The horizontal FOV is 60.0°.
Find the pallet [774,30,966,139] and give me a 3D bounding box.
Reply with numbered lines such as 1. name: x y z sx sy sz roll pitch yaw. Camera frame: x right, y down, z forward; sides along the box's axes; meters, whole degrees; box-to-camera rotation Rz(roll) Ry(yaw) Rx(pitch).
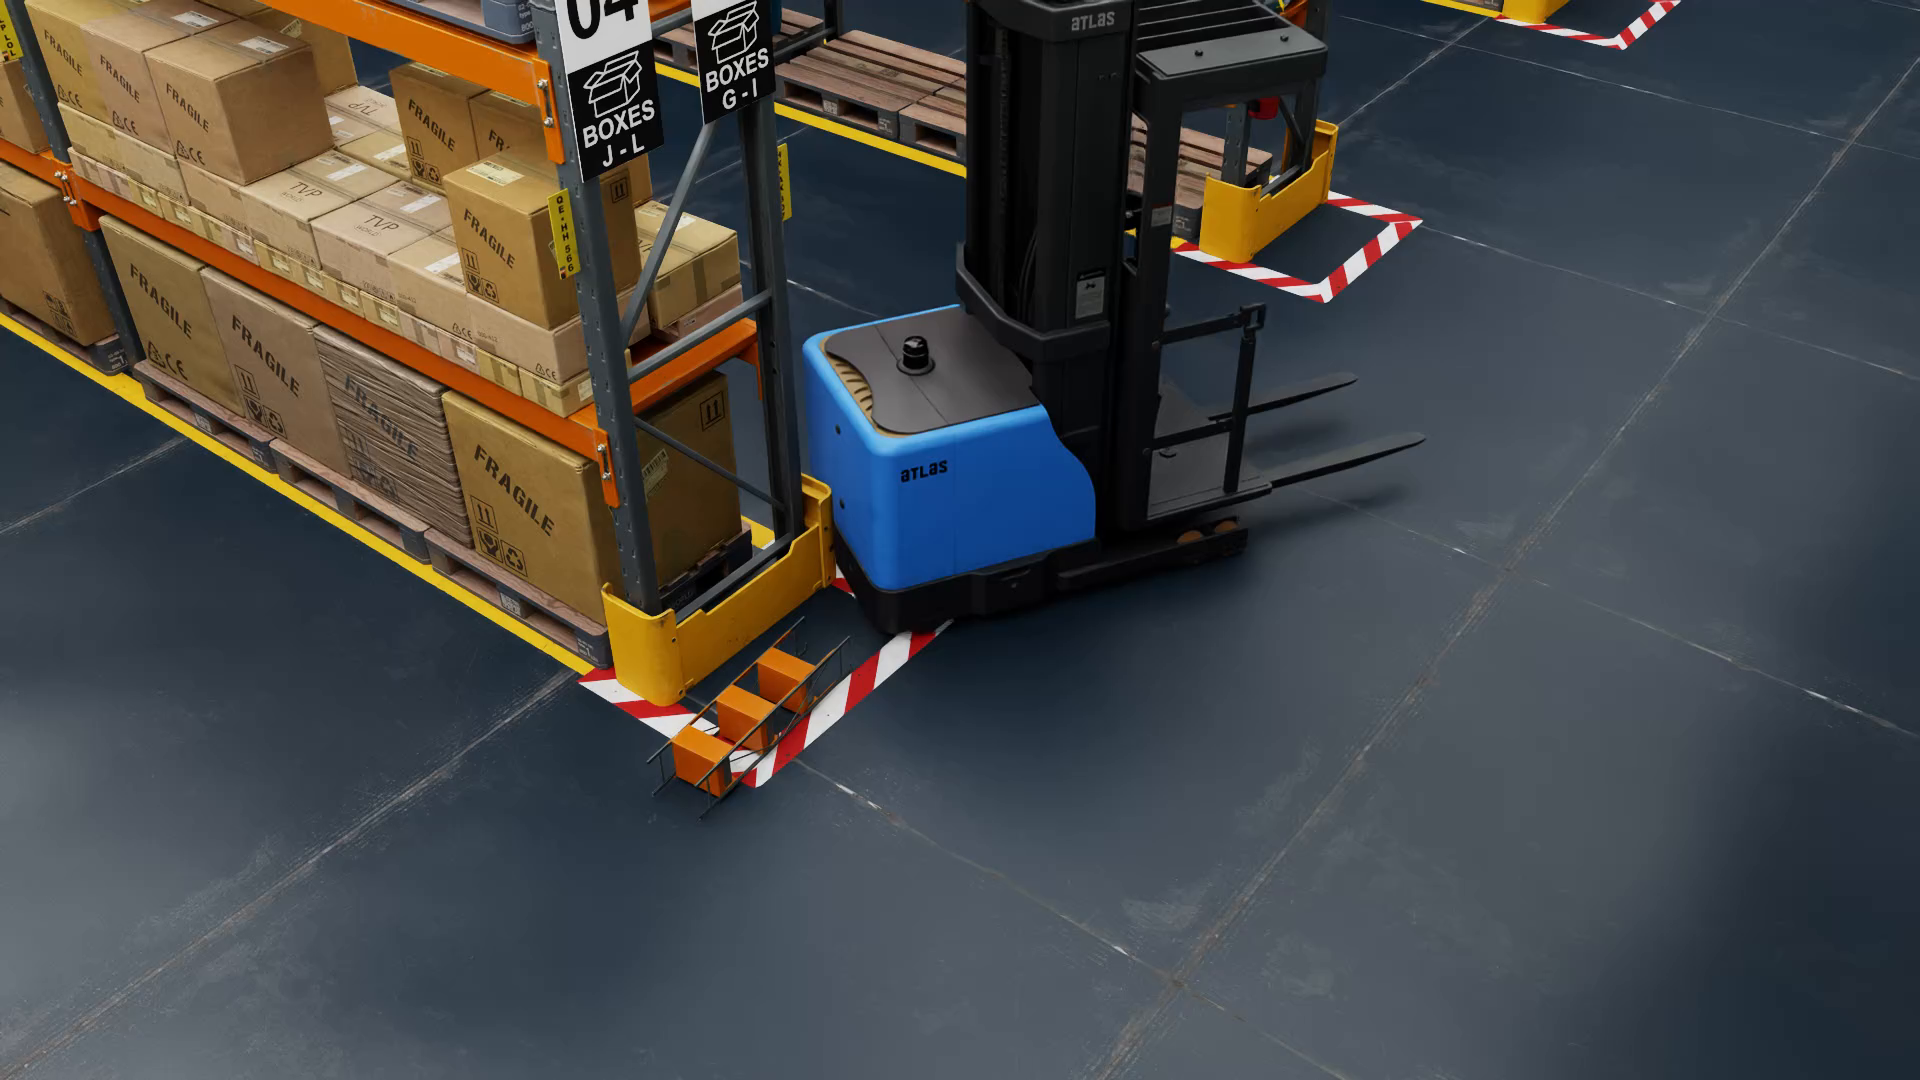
1. pallet: -0.631 -3.372 12.246 1.213 0.211 1.003 25 45 29

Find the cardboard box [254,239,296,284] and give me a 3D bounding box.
1. cardboard box: -2.975 -1.345 7.600 0.250 0.149 0.380 24 44 27

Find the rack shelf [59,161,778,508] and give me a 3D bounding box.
1. rack shelf: -2.659 -1.269 7.881 4.000 0.370 1.077 25 45 29

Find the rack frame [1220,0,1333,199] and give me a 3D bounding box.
1. rack frame: 1.939 -3.228 9.801 0.127 3.000 1.000 25 45 29

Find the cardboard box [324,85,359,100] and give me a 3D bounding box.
1. cardboard box: -3.325 -2.130 8.278 0.500 0.250 0.500 27 45 30

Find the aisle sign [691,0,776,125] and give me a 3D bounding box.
1. aisle sign: -0.831 -1.946 6.055 0.004 0.787 0.394 25 45 29

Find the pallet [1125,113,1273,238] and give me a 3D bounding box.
1. pallet: 1.307 -2.458 11.079 1.213 0.211 1.003 25 45 29

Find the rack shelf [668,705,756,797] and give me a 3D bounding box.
1. rack shelf: -1.008 0.871 6.799 0.240 0.215 0.259 21 43 25

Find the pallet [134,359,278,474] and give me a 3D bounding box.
1. pallet: -3.691 -0.880 9.063 1.213 0.211 1.003 25 45 29

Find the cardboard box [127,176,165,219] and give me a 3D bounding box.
1. cardboard box: -3.796 -1.732 8.093 0.250 0.149 0.380 27 45 30

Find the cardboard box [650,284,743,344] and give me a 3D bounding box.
1. cardboard box: -1.152 -0.998 7.157 0.250 0.149 0.380 26 45 29

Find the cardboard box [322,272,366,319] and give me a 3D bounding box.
1. cardboard box: -2.572 -1.155 7.356 0.250 0.149 0.380 25 45 29

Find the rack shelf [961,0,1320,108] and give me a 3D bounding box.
1. rack shelf: 0.350 -3.694 10.979 4.000 0.370 1.077 25 45 29

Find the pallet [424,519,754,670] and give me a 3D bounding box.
1. pallet: -1.753 0.034 7.896 1.213 0.211 1.003 25 45 29

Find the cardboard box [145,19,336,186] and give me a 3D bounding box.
1. cardboard box: -3.220 -1.969 7.464 0.500 0.500 0.500 24 44 27

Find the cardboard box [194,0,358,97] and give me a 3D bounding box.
1. cardboard box: -3.324 -2.423 8.045 0.500 0.500 0.500 26 45 29

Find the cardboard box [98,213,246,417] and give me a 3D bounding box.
1. cardboard box: -3.772 -1.343 8.776 0.875 0.875 0.875 25 45 29

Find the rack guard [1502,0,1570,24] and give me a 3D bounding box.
1. rack guard: 4.891 -4.696 13.704 0.348 0.500 1.175 25 45 29

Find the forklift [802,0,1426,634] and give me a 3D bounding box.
1. forklift: 0.834 -1.318 7.417 3.031 2.935 1.130 -15 40 -18

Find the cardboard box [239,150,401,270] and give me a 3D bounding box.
1. cardboard box: -2.840 -1.486 7.456 0.500 0.250 0.500 25 45 29

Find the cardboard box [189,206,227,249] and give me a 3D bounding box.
1. cardboard box: -3.383 -1.538 7.846 0.250 0.149 0.380 25 44 28

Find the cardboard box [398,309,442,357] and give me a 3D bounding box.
1. cardboard box: -2.158 -0.962 7.109 0.250 0.149 0.380 26 45 29

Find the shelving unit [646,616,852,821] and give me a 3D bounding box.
1. shelving unit: -0.863 0.728 6.981 0.252 0.215 1.050 21 43 25

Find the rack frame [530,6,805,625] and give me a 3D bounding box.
1. rack frame: -1.070 -0.803 6.703 0.127 3.000 1.000 25 45 29

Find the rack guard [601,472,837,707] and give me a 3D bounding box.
1. rack guard: -1.051 0.190 7.462 0.348 0.500 1.175 25 45 29

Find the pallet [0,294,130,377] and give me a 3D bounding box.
1. pallet: -4.906 -1.455 9.798 1.213 0.211 1.003 25 45 29

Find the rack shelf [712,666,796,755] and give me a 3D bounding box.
1. rack shelf: -0.857 0.723 6.988 0.240 0.215 0.259 21 43 25

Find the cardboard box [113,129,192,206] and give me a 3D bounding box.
1. cardboard box: -3.641 -1.866 7.941 0.500 0.250 0.500 25 44 28

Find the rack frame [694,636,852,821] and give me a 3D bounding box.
1. rack frame: -0.759 0.769 6.930 0.008 0.200 1.050 21 43 25

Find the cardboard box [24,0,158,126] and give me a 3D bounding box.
1. cardboard box: -4.022 -2.350 7.951 0.500 0.500 0.500 25 45 29

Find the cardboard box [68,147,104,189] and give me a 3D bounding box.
1. cardboard box: -4.215 -1.928 8.344 0.250 0.149 0.380 25 45 29

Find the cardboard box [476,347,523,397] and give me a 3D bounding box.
1. cardboard box: -1.761 -0.773 6.868 0.250 0.149 0.380 26 45 29

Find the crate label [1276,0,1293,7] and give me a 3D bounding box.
1. crate label: 1.943 -3.439 10.158 0.303 0.233 0.416 25 45 29

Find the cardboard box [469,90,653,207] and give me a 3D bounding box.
1. cardboard box: -1.685 -1.655 7.064 0.500 0.500 0.500 24 44 28

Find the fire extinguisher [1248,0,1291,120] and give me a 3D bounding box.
1. fire extinguisher: 1.782 -2.772 9.583 0.183 0.674 0.296 25 45 29

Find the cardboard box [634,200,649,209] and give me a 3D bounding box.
1. cardboard box: -1.704 -1.364 7.301 0.500 0.250 0.500 25 44 28

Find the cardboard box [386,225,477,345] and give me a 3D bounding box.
1. cardboard box: -2.019 -1.103 6.966 0.500 0.250 0.500 24 44 28

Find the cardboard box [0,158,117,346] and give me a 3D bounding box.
1. cardboard box: -4.768 -1.860 9.436 0.875 0.875 1.225 25 45 29

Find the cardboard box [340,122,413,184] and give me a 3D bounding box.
1. cardboard box: -2.519 -1.747 7.789 0.500 0.250 0.500 24 44 28

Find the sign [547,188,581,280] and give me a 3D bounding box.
1. sign: -1.411 -1.092 5.940 0.005 0.325 0.100 25 45 29

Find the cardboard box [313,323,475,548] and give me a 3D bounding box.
1. cardboard box: -2.350 -0.673 7.920 0.875 0.875 0.875 25 45 29
